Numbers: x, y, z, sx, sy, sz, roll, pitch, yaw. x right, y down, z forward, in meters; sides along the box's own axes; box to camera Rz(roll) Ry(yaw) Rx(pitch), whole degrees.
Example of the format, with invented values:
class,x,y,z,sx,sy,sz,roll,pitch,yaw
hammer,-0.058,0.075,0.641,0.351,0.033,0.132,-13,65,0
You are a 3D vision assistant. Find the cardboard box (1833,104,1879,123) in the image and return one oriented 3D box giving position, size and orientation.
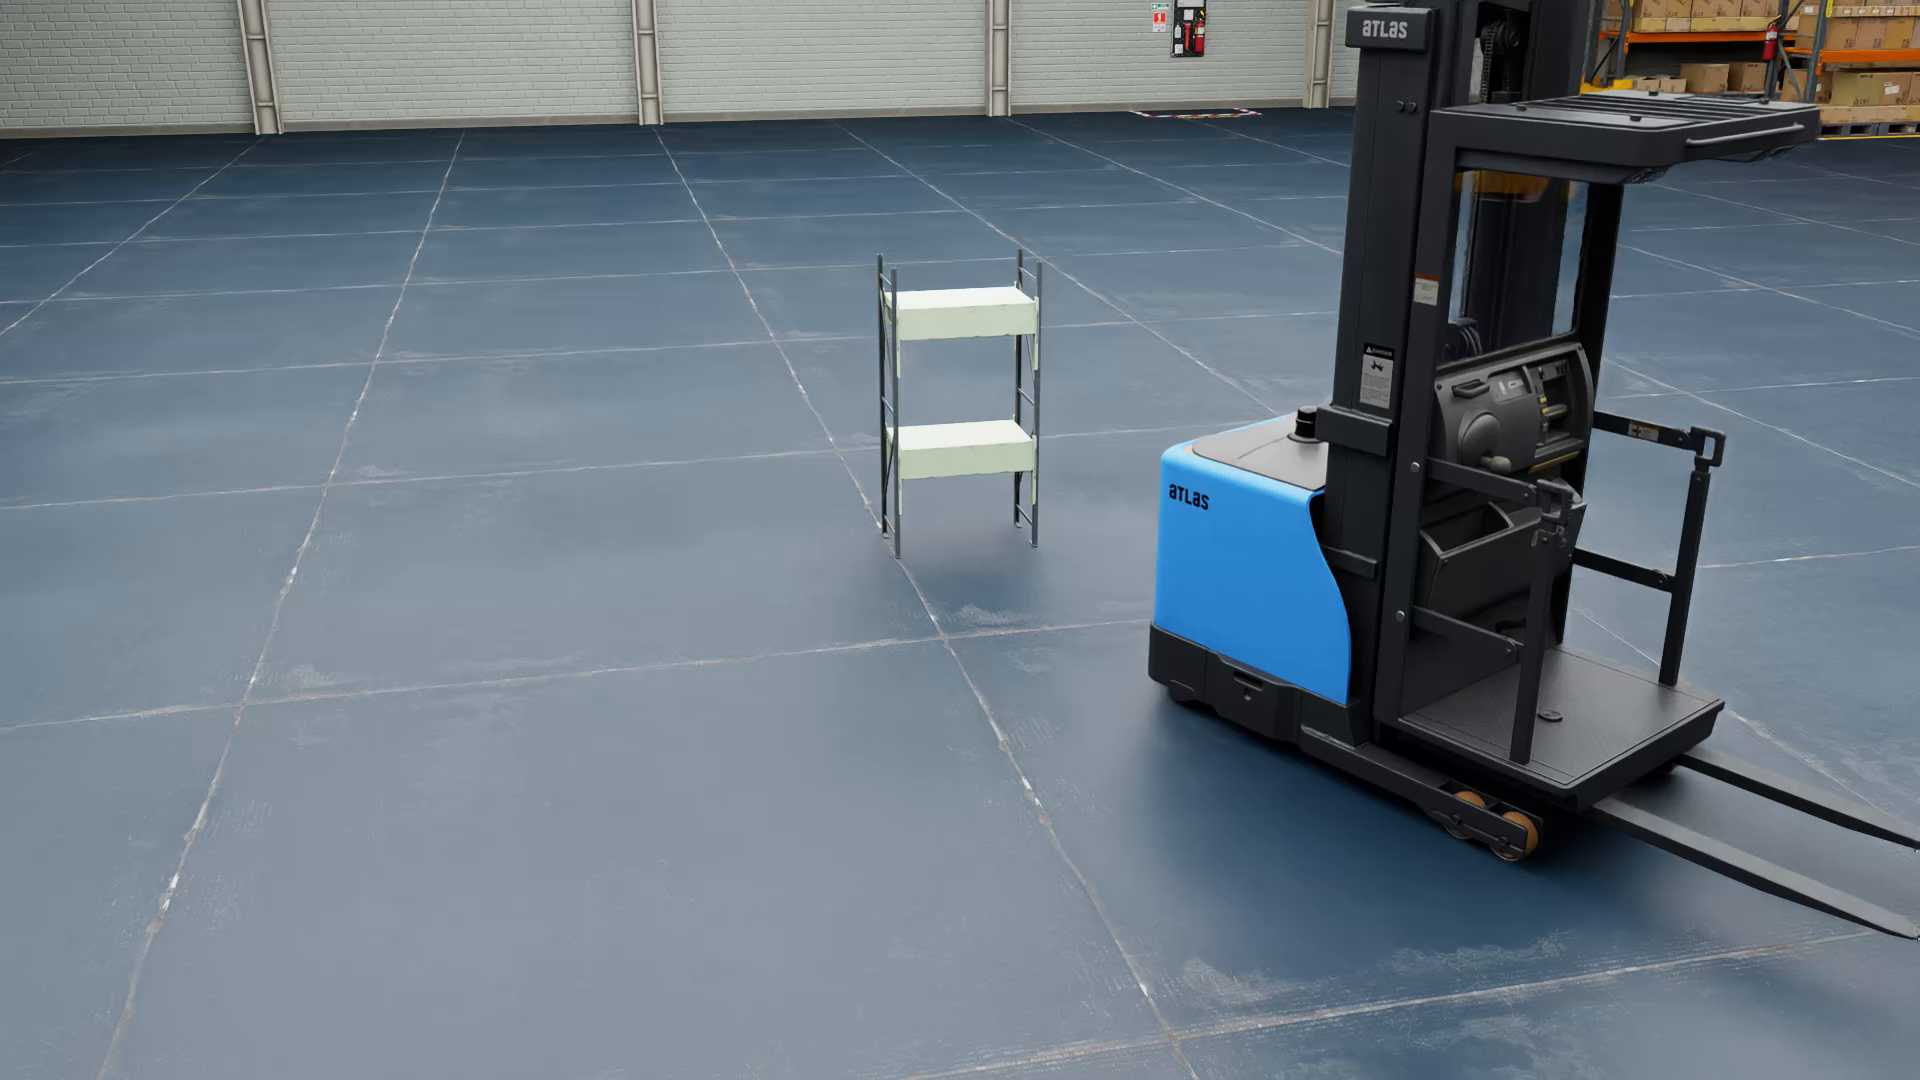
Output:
class,x,y,z,sx,sy,sz,roll,pitch,yaw
cardboard box,14.061,-6.721,26.189,0.500,0.250,0.500,-5,21,-12

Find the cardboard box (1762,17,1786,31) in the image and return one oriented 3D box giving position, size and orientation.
class,x,y,z,sx,sy,sz,roll,pitch,yaw
cardboard box,14.874,-9.544,30.697,0.500,0.250,0.500,-5,21,-12

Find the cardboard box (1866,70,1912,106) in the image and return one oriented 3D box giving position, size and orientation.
class,x,y,z,sx,sy,sz,roll,pitch,yaw
cardboard box,14.545,-7.117,26.178,0.500,0.500,0.500,-5,21,-12

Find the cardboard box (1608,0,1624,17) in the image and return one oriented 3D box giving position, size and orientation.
class,x,y,z,sx,sy,sz,roll,pitch,yaw
cardboard box,12.269,-9.864,30.479,0.500,0.500,0.500,-5,21,-13

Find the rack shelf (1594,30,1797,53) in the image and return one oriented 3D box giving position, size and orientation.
class,x,y,z,sx,sy,sz,roll,pitch,yaw
rack shelf,13.805,-9.285,30.846,4.000,0.370,1.077,-5,21,-12

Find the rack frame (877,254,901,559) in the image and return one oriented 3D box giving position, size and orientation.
class,x,y,z,sx,sy,sz,roll,pitch,yaw
rack frame,-0.363,-0.675,8.476,0.023,1.500,0.400,-5,21,-12

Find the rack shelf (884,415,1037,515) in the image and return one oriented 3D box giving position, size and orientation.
class,x,y,z,sx,sy,sz,roll,pitch,yaw
rack shelf,-0.006,-0.398,8.667,0.720,0.370,0.431,-5,21,-12

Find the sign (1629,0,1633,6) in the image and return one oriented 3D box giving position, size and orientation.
class,x,y,z,sx,sy,sz,roll,pitch,yaw
sign,11.984,-9.689,29.645,0.005,0.325,0.100,-5,21,-12

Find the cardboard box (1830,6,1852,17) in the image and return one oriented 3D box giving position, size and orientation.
class,x,y,z,sx,sy,sz,roll,pitch,yaw
cardboard box,13.434,-8.117,25.523,0.250,0.149,0.380,-5,21,-13

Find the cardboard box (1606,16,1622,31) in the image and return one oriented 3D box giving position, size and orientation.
class,x,y,z,sx,sy,sz,roll,pitch,yaw
cardboard box,12.269,-9.505,30.590,0.500,0.250,0.500,-4,21,-12

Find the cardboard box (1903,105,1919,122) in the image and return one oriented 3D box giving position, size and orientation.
class,x,y,z,sx,sy,sz,roll,pitch,yaw
cardboard box,15.036,-6.799,26.400,0.500,0.250,0.500,-5,21,-12

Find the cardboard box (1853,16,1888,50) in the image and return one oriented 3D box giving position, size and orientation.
class,x,y,z,sx,sy,sz,roll,pitch,yaw
cardboard box,13.970,-7.929,25.954,0.500,0.500,0.700,-4,21,-11

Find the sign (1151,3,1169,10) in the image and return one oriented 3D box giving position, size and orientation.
class,x,y,z,sx,sy,sz,roll,pitch,yaw
sign,3.533,-9.405,29.306,0.331,0.109,0.001,-5,21,-12

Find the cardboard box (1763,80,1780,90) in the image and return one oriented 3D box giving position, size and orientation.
class,x,y,z,sx,sy,sz,roll,pitch,yaw
cardboard box,15.238,-8.605,31.423,0.250,0.166,0.380,-7,21,-20

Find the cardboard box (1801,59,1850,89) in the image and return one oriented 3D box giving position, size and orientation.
class,x,y,z,sx,sy,sz,roll,pitch,yaw
cardboard box,16.464,-8.877,31.683,0.500,0.500,0.700,-4,20,-11

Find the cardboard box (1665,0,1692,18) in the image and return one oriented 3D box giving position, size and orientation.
class,x,y,z,sx,sy,sz,roll,pitch,yaw
cardboard box,12.876,-9.728,30.109,0.500,0.500,0.500,-5,21,-12

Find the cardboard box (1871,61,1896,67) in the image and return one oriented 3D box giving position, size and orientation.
class,x,y,z,sx,sy,sz,roll,pitch,yaw
cardboard box,17.461,-8.962,31.913,0.500,0.500,0.700,-4,21,-12

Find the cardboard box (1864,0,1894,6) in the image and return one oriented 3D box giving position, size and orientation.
class,x,y,z,sx,sy,sz,roll,pitch,yaw
cardboard box,14.022,-8.543,25.743,0.500,0.500,0.700,-5,21,-14

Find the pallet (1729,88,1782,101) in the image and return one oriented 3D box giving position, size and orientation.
class,x,y,z,sx,sy,sz,roll,pitch,yaw
pallet,15.106,-8.406,31.456,1.213,0.211,1.003,-5,21,-12

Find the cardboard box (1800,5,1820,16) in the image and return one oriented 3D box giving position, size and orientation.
class,x,y,z,sx,sy,sz,roll,pitch,yaw
cardboard box,13.330,-8.252,25.892,0.250,0.149,0.380,-5,21,-13

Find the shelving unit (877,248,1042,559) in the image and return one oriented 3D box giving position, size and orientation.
class,x,y,z,sx,sy,sz,roll,pitch,yaw
shelving unit,-0.006,-0.704,8.555,0.755,1.500,0.431,-5,21,-12

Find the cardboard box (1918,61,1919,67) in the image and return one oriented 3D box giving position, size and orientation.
class,x,y,z,sx,sy,sz,roll,pitch,yaw
cardboard box,18.427,-9.054,32.164,0.500,0.500,0.700,-5,21,-13

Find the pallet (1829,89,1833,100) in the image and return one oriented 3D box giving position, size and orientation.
class,x,y,z,sx,sy,sz,roll,pitch,yaw
pallet,16.509,-8.533,31.803,1.213,0.211,1.003,-5,21,-12

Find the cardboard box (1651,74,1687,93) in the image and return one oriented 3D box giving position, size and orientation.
class,x,y,z,sx,sy,sz,roll,pitch,yaw
cardboard box,13.108,-8.478,30.867,0.500,0.311,0.500,-3,20,-8

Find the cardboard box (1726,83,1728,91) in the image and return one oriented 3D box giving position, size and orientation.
class,x,y,z,sx,sy,sz,roll,pitch,yaw
cardboard box,14.190,-8.529,31.241,0.250,0.149,0.380,-6,21,-17

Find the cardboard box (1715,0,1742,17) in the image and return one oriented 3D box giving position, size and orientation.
class,x,y,z,sx,sy,sz,roll,pitch,yaw
cardboard box,13.880,-9.812,30.338,0.500,0.500,0.500,-4,20,-11

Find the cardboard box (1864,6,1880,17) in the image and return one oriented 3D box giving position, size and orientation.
class,x,y,z,sx,sy,sz,roll,pitch,yaw
cardboard box,13.933,-8.158,25.635,0.250,0.149,0.380,-5,21,-12

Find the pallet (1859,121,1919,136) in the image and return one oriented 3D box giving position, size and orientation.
class,x,y,z,sx,sy,sz,roll,pitch,yaw
pallet,14.922,-6.667,26.707,1.213,0.211,1.003,-5,21,-12

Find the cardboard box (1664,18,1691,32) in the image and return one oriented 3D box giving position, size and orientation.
class,x,y,z,sx,sy,sz,roll,pitch,yaw
cardboard box,12.909,-9.381,30.253,0.500,0.250,0.500,-5,21,-14

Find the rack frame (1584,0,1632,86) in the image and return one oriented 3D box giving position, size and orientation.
class,x,y,z,sx,sy,sz,roll,pitch,yaw
rack frame,11.859,-9.464,30.290,0.127,3.000,1.000,-5,21,-12

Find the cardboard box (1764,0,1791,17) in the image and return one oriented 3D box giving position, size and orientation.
class,x,y,z,sx,sy,sz,roll,pitch,yaw
cardboard box,14.878,-9.889,30.550,0.500,0.500,0.500,-5,21,-13

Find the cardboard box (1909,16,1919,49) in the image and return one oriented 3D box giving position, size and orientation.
class,x,y,z,sx,sy,sz,roll,pitch,yaw
cardboard box,14.966,-8.009,26.173,0.500,0.500,0.700,-4,21,-11

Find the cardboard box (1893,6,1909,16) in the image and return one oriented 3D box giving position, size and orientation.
class,x,y,z,sx,sy,sz,roll,pitch,yaw
cardboard box,14.438,-8.199,25.748,0.250,0.149,0.380,-5,21,-14

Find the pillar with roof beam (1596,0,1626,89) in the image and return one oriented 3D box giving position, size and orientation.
class,x,y,z,sx,sy,sz,roll,pitch,yaw
pillar with roof beam,13.332,-11.185,26.266,0.400,9.000,9.100,-5,21,-12

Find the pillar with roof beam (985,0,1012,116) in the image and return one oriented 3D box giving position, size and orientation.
class,x,y,z,sx,sy,sz,roll,pitch,yaw
pillar with roof beam,1.654,-10.235,23.673,0.400,9.000,9.100,-5,21,-12

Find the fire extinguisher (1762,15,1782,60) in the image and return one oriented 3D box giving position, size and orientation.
class,x,y,z,sx,sy,sz,roll,pitch,yaw
fire extinguisher,12.780,-7.916,26.176,0.183,0.674,0.296,-5,21,-12

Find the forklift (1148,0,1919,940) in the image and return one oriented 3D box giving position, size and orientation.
class,x,y,z,sx,sy,sz,roll,pitch,yaw
forklift,2.124,-0.457,5.801,1.130,2.935,3.031,-16,25,-37

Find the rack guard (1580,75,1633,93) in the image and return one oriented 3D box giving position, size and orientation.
class,x,y,z,sx,sy,sz,roll,pitch,yaw
rack guard,11.933,-8.296,30.736,0.348,0.500,1.175,-5,21,-12

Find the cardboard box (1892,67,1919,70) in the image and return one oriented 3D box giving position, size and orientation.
class,x,y,z,sx,sy,sz,roll,pitch,yaw
cardboard box,15.399,-7.370,26.870,0.500,0.500,0.500,-5,21,-12

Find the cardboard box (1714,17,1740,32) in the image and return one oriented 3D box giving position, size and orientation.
class,x,y,z,sx,sy,sz,roll,pitch,yaw
cardboard box,13.898,-9.459,30.464,0.500,0.250,0.500,-4,21,-12

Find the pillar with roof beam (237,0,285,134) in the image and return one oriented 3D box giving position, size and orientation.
class,x,y,z,sx,sy,sz,roll,pitch,yaw
pillar with roof beam,-10.024,-9.285,21.080,0.400,9.000,9.100,-5,21,-12

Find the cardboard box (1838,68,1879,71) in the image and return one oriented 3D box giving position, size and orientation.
class,x,y,z,sx,sy,sz,roll,pitch,yaw
cardboard box,14.426,-7.291,26.653,0.500,0.500,0.500,-5,21,-12

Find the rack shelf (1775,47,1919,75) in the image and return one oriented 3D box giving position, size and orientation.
class,x,y,z,sx,sy,sz,roll,pitch,yaw
rack shelf,14.949,-7.627,26.320,4.000,0.370,1.077,-5,21,-12
